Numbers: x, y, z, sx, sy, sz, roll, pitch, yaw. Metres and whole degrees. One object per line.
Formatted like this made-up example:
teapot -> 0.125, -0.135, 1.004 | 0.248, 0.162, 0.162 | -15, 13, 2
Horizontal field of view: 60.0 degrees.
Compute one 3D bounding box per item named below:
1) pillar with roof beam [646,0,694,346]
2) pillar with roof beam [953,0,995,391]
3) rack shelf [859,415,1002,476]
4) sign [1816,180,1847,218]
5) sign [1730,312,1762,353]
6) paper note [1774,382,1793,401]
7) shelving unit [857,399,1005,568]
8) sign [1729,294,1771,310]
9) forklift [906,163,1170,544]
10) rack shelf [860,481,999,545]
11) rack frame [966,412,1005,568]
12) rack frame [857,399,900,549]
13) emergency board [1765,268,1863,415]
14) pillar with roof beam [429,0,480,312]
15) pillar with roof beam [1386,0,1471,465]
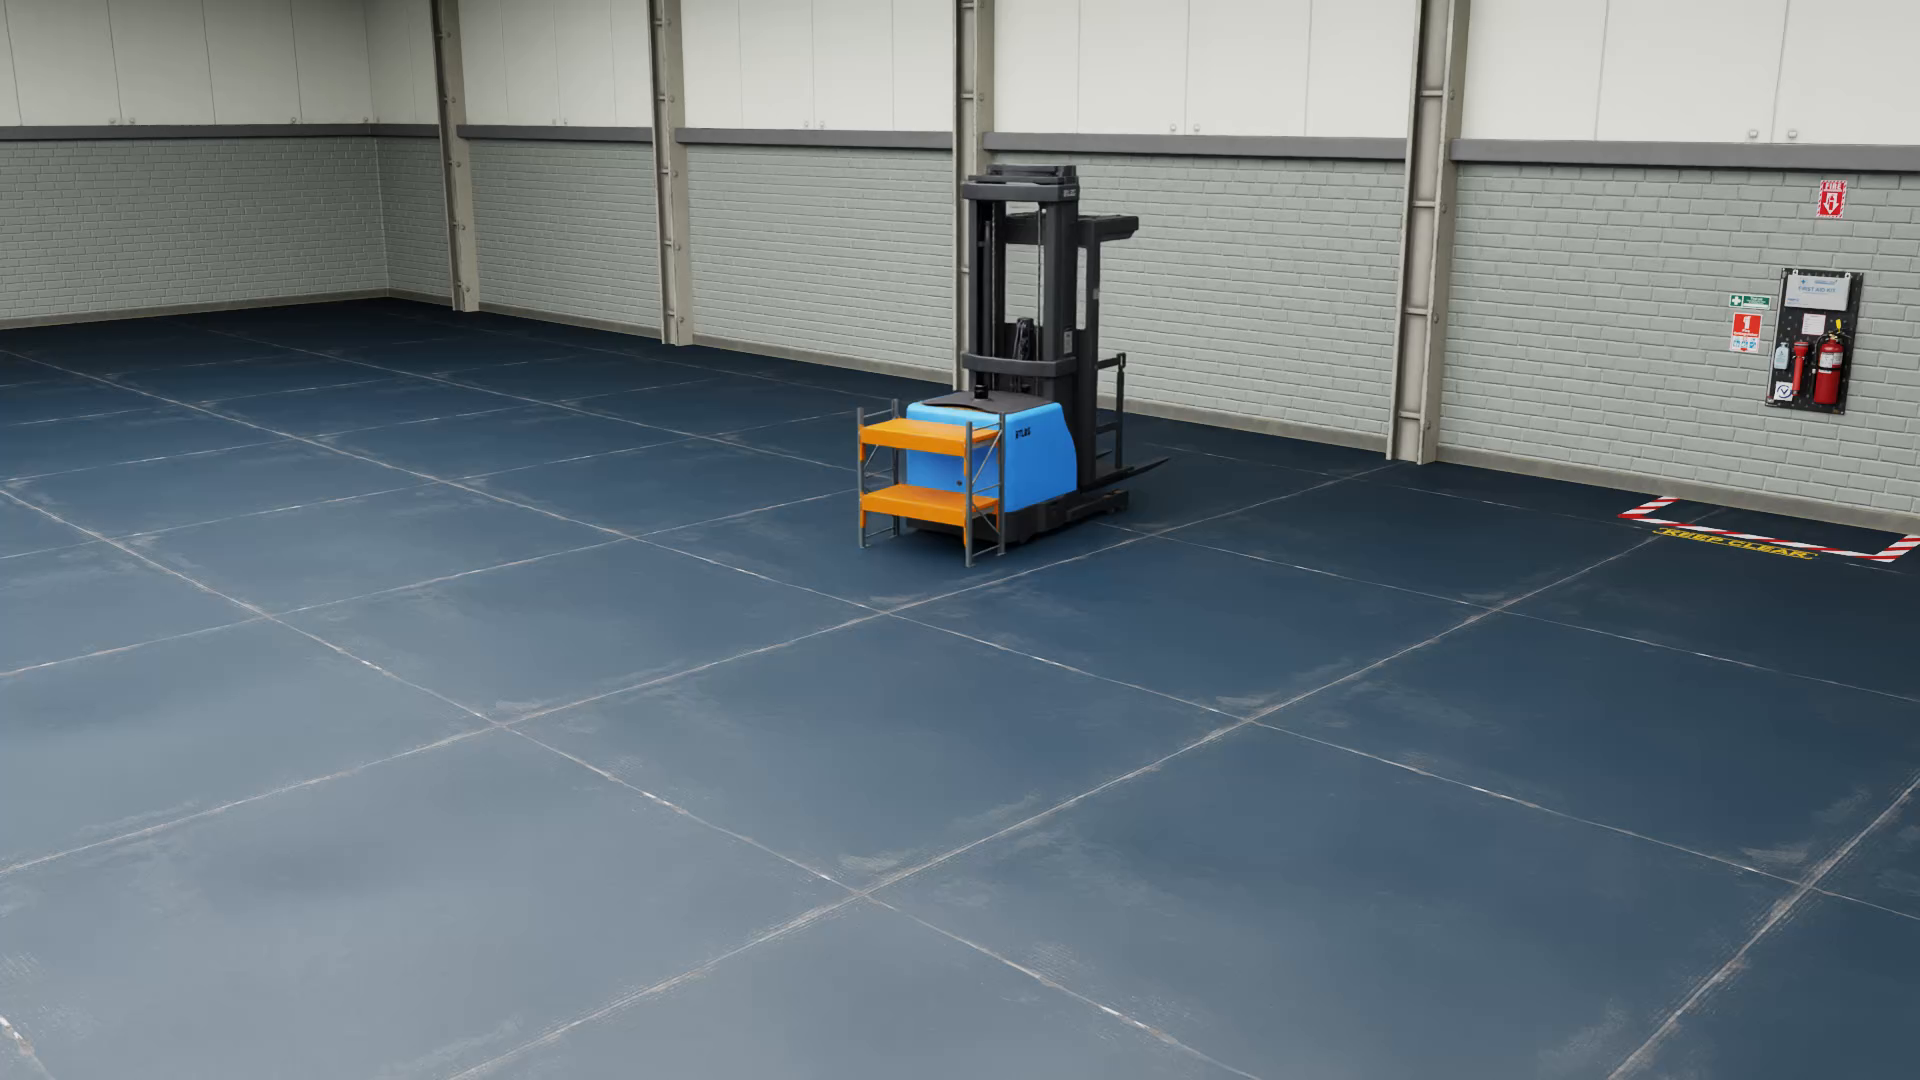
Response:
pillar with roof beam -> -7.149, -6.472, 20.423 | 0.400, 9.000, 9.100 | 14, 20, 42
pillar with roof beam -> -2.830, -5.422, 16.393 | 0.400, 9.000, 9.100 | 14, 20, 42
rack shelf -> -0.225, -0.740, 12.881 | 1.000, 0.278, 0.538 | 10, 17, 33
sign -> 7.108, -2.781, 13.557 | 0.199, 0.298, 0.001 | 14, 20, 42
sign -> 6.718, -1.772, 14.214 | 0.234, 0.329, 0.001 | 14, 20, 42
paper note -> 6.965, -1.257, 14.053 | 0.142, 0.148, 0.016 | 14, 20, 42
shelving unit -> -0.225, -0.457, 12.954 | 1.048, 1.125, 0.538 | 10, 17, 33
sign -> 6.715, -2.026, 14.138 | 0.331, 0.109, 0.001 | 14, 20, 42
forklift -> 0.813, -1.705, 14.162 | 1.130, 2.935, 3.031 | 10, 18, 34
rack shelf -> -0.225, -0.220, 13.016 | 1.000, 0.278, 0.538 | 10, 17, 33
rack frame -> 0.196, -0.385, 12.679 | 0.032, 1.125, 0.500 | 10, 17, 33
rack frame -> -0.646, -0.529, 13.230 | 0.032, 1.125, 0.500 | 10, 17, 33
emergency board -> 7.044, -1.639, 13.775 | 0.643, 1.169, 0.194 | 14, 20, 42
pillar with roof beam -> -11.468, -7.522, 24.453 | 0.400, 9.000, 9.100 | 14, 20, 42
pillar with roof beam -> 1.489, -4.372, 12.363 | 0.400, 9.000, 9.100 | 14, 20, 42
